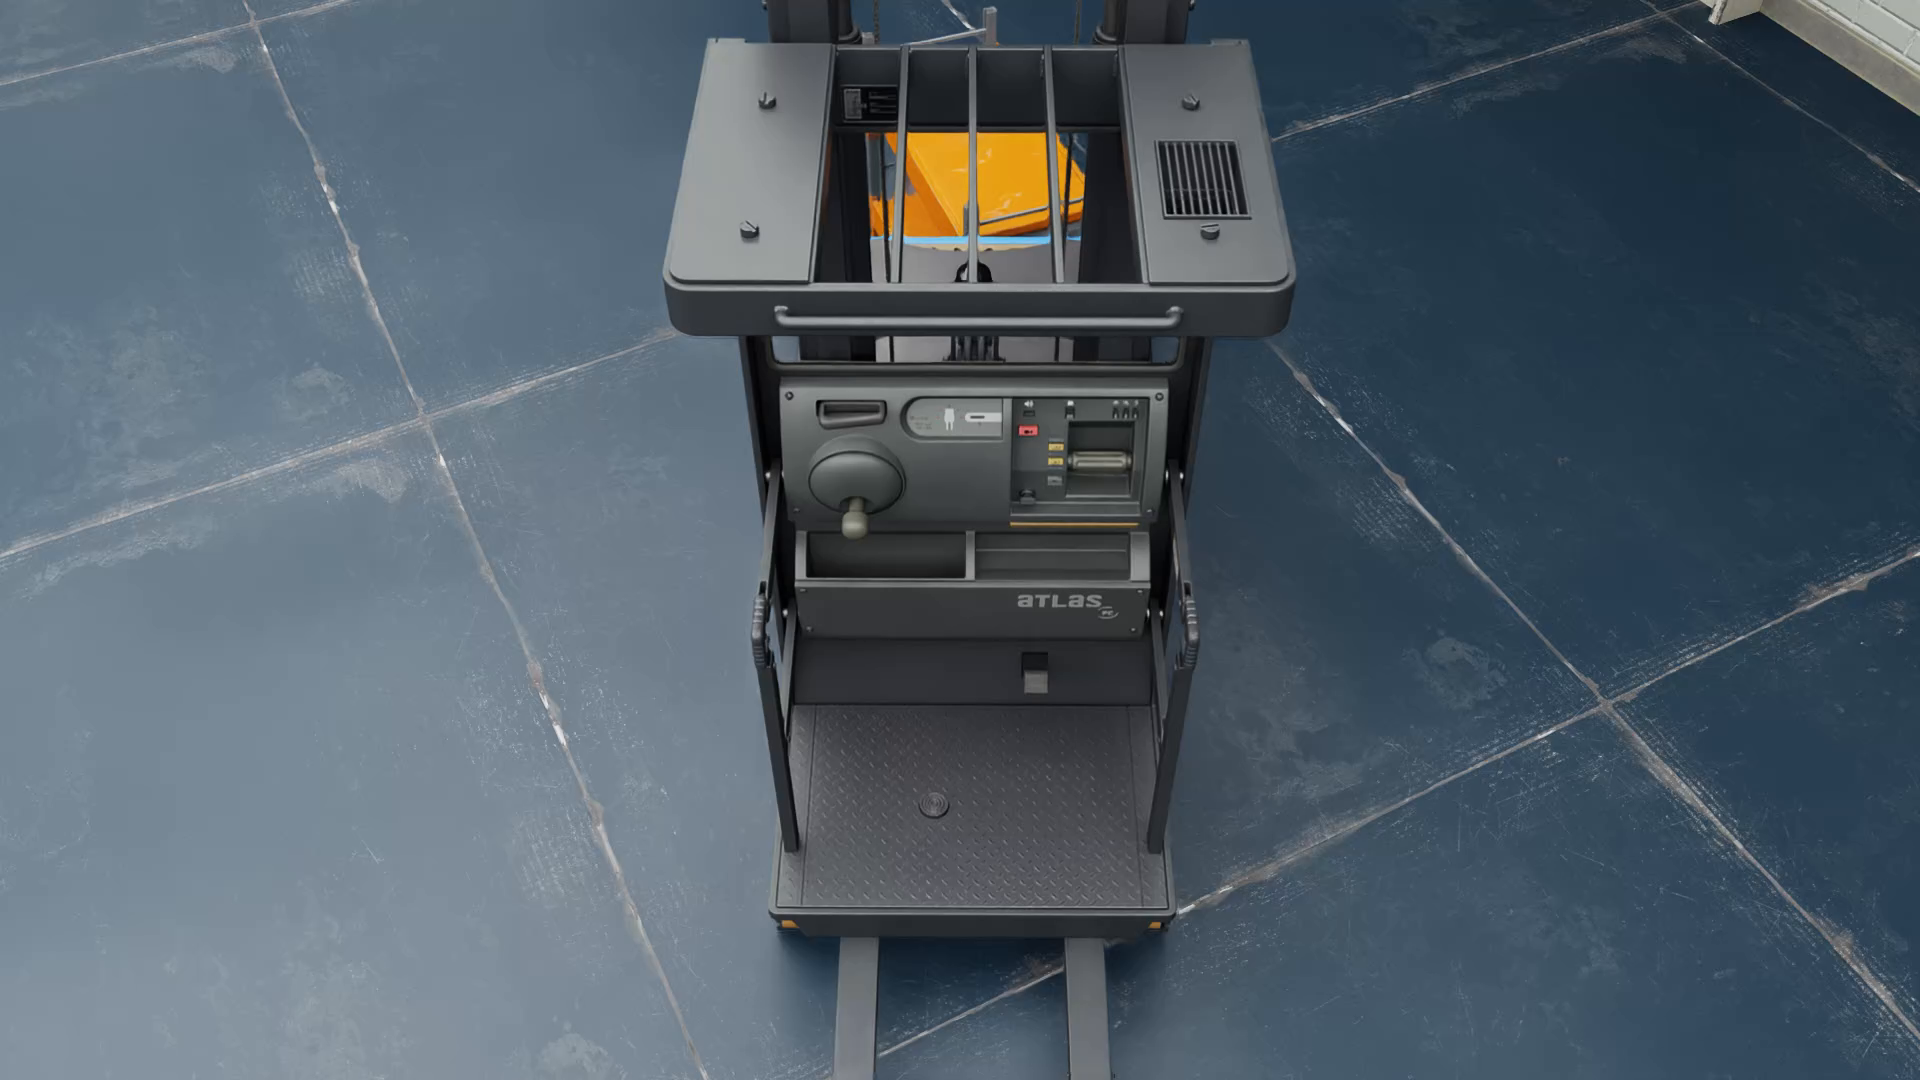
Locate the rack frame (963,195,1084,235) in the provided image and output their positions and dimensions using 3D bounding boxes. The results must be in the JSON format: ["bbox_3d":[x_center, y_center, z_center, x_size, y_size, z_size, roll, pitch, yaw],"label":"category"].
[{"bbox_3d":[0.249,-0.734,5.644,0.500,1.125,0.032,-16,51,-13],"label":"rack frame"}]

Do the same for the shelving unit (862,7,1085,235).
[{"bbox_3d":[0.072,-1.092,5.958,0.538,1.125,1.048,-16,51,-13],"label":"shelving unit"}]

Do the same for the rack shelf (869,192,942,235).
[{"bbox_3d":[0.072,-0.931,6.142,0.538,0.278,1.000,-16,51,-13],"label":"rack shelf"}]

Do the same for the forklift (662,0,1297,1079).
[{"bbox_3d":[0.035,-0.095,3.886,1.130,2.935,3.031,0,49,0],"label":"forklift"}]

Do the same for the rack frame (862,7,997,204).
[{"bbox_3d":[-0.106,-1.451,6.271,0.500,1.125,0.032,-16,51,-13],"label":"rack frame"}]

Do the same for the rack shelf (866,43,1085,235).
[{"bbox_3d":[0.072,-1.285,5.738,0.538,0.278,1.000,-16,51,-13],"label":"rack shelf"}]

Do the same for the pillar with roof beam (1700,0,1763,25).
[{"bbox_3d":[-0.196,-4.107,3.364,9.100,9.000,0.400,-21,52,-18],"label":"pillar with roof beam"}]
